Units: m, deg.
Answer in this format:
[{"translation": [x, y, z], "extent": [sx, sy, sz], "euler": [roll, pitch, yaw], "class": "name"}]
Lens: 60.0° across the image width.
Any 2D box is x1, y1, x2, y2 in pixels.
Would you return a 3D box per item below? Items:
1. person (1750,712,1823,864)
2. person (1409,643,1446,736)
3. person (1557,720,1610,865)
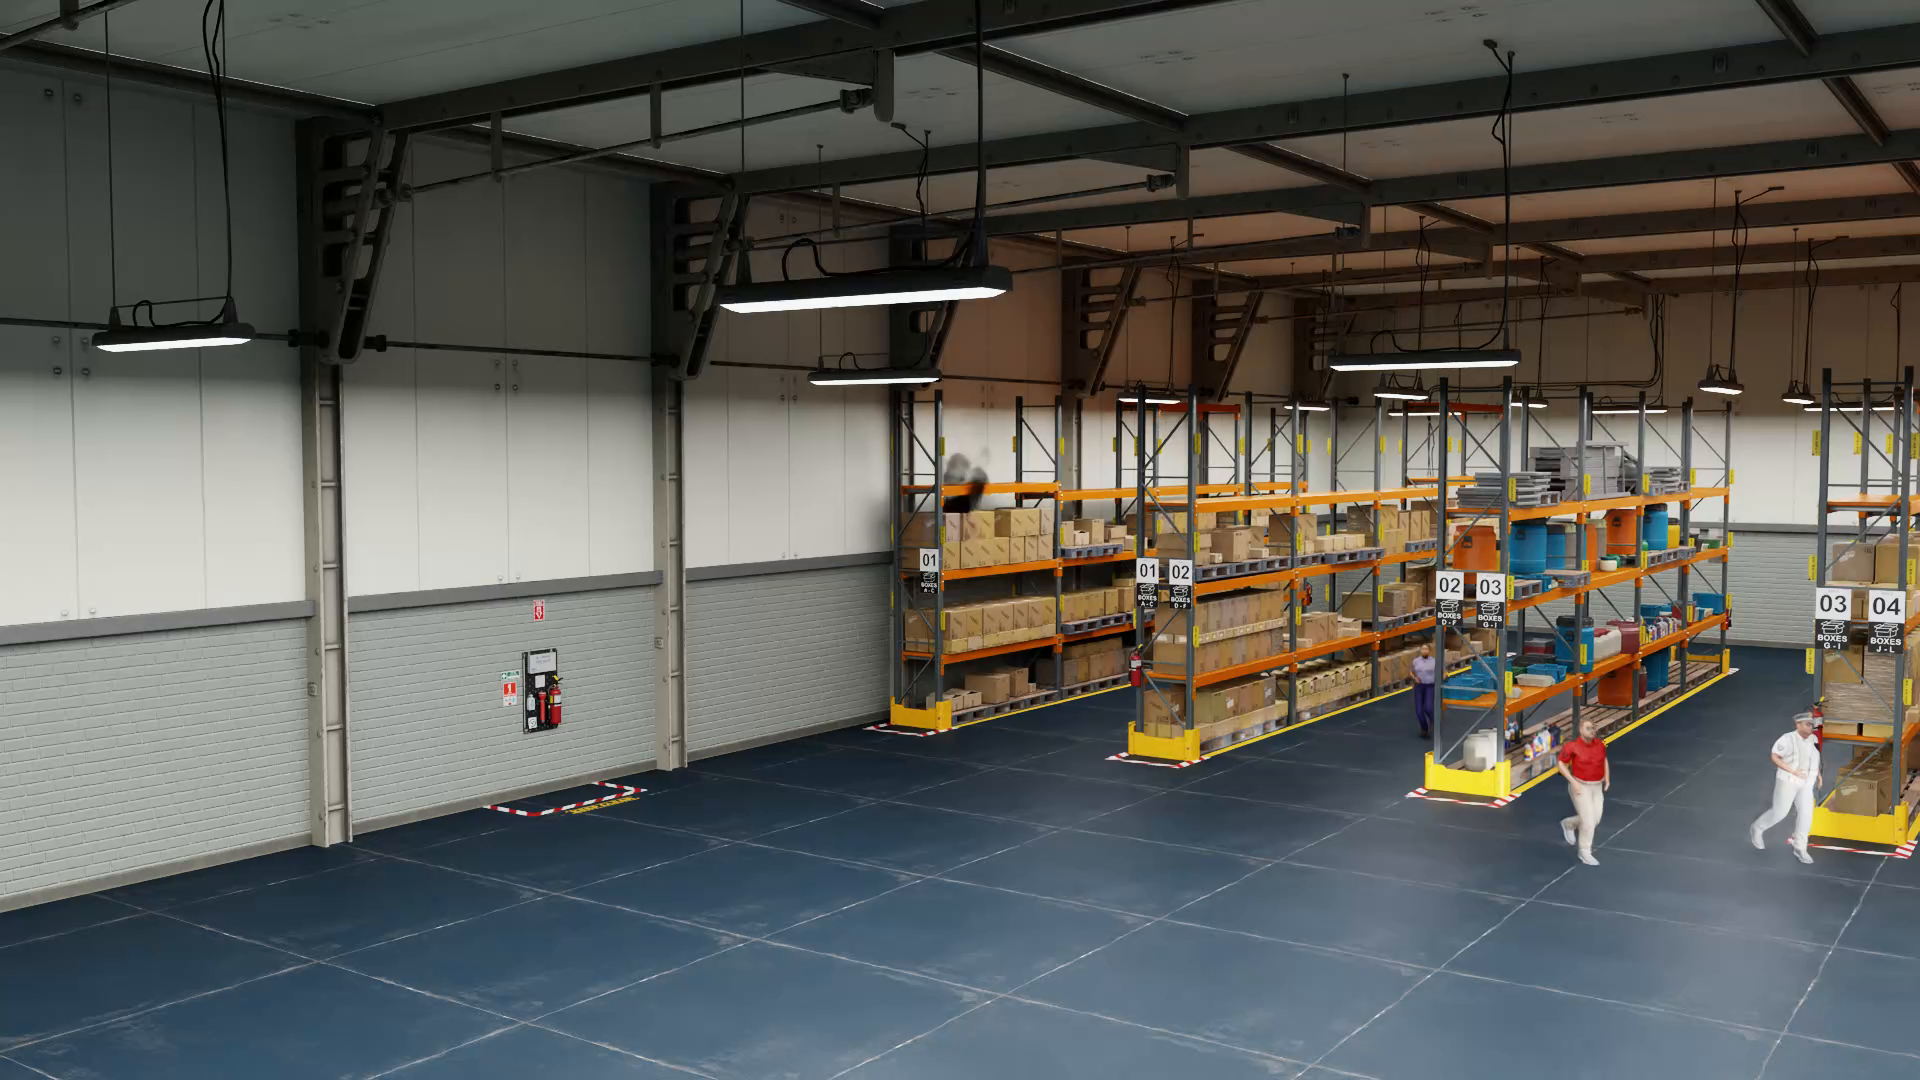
[{"translation": [10.236, 2.979, 20.355], "extent": [0.714, 1.782, 0.896], "euler": [-1, 3, -11], "class": "person"}, {"translation": [8.012, 2.593, 28.619], "extent": [0.595, 1.597, 0.556], "euler": [2, 4, 29], "class": "person"}, {"translation": [7.550, 3.024, 20.209], "extent": [0.667, 1.734, 0.734], "euler": [-1, 3, -17], "class": "person"}]
